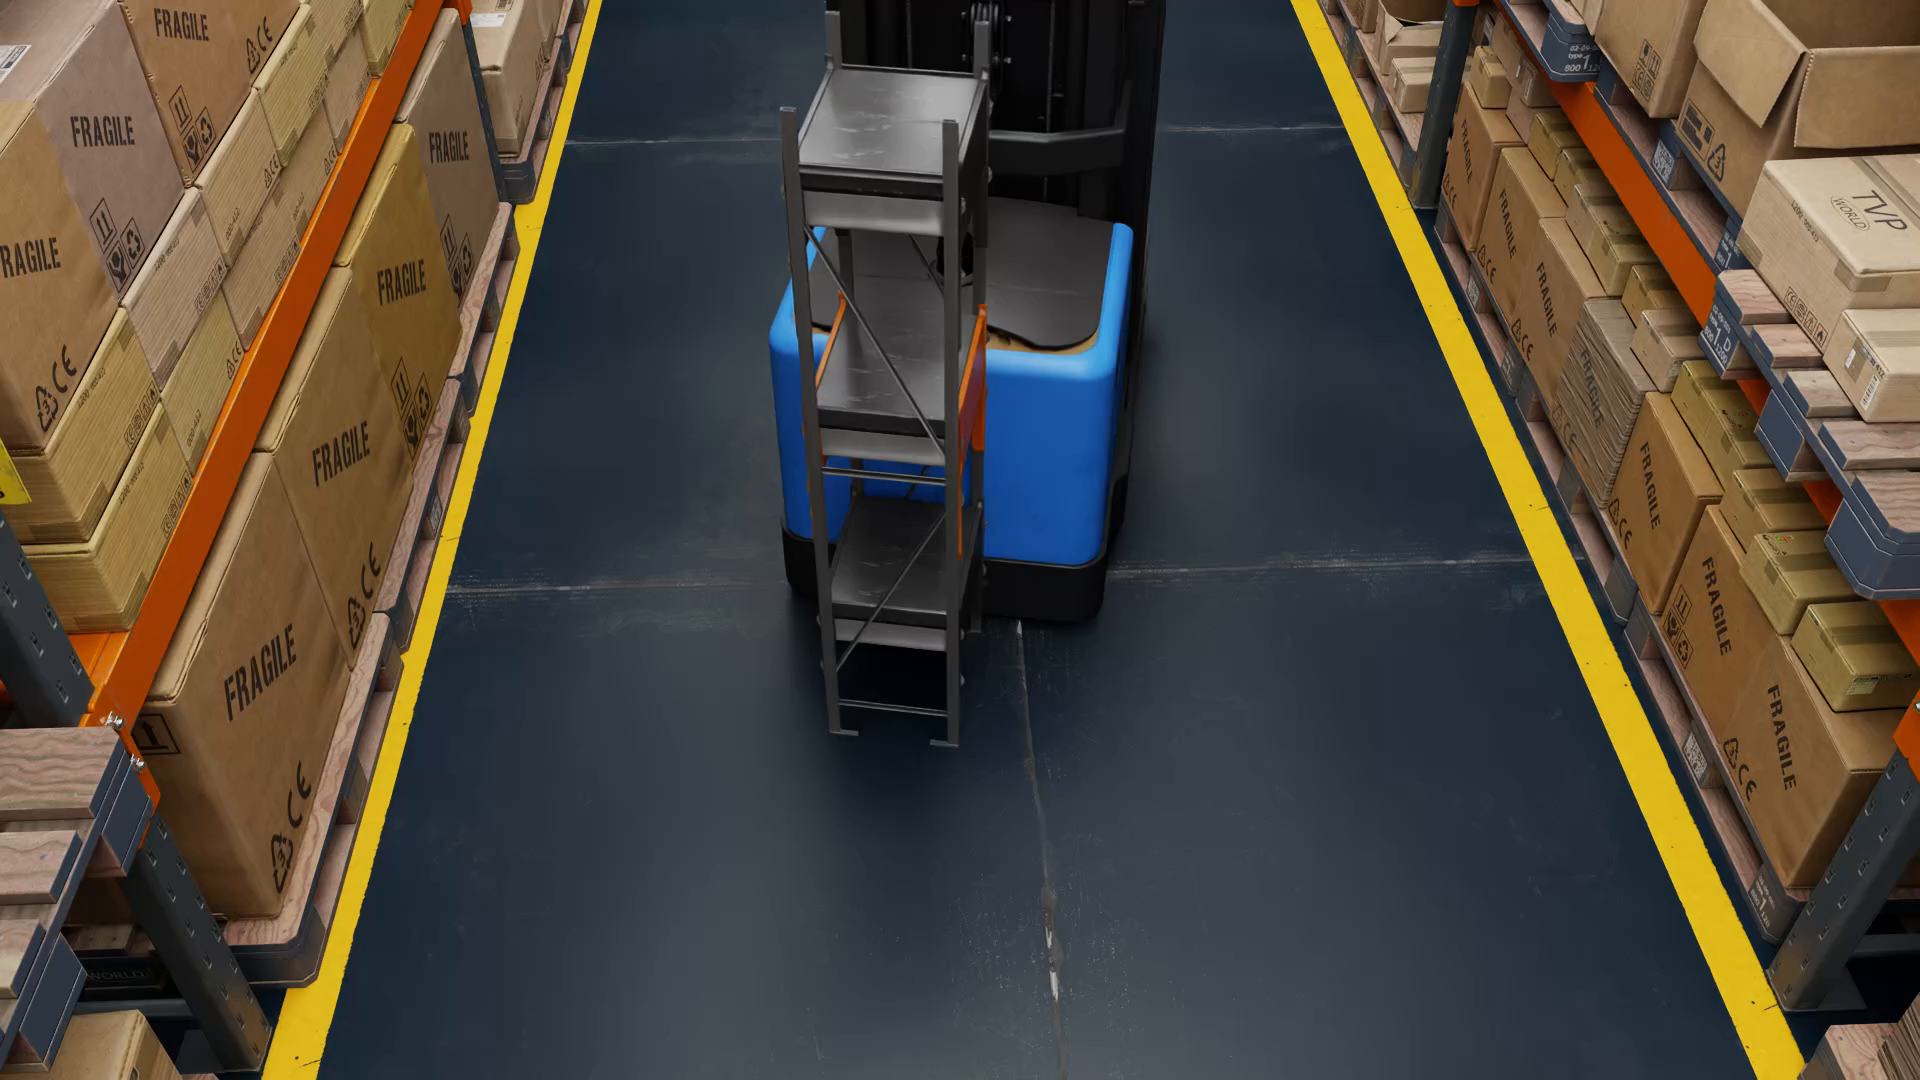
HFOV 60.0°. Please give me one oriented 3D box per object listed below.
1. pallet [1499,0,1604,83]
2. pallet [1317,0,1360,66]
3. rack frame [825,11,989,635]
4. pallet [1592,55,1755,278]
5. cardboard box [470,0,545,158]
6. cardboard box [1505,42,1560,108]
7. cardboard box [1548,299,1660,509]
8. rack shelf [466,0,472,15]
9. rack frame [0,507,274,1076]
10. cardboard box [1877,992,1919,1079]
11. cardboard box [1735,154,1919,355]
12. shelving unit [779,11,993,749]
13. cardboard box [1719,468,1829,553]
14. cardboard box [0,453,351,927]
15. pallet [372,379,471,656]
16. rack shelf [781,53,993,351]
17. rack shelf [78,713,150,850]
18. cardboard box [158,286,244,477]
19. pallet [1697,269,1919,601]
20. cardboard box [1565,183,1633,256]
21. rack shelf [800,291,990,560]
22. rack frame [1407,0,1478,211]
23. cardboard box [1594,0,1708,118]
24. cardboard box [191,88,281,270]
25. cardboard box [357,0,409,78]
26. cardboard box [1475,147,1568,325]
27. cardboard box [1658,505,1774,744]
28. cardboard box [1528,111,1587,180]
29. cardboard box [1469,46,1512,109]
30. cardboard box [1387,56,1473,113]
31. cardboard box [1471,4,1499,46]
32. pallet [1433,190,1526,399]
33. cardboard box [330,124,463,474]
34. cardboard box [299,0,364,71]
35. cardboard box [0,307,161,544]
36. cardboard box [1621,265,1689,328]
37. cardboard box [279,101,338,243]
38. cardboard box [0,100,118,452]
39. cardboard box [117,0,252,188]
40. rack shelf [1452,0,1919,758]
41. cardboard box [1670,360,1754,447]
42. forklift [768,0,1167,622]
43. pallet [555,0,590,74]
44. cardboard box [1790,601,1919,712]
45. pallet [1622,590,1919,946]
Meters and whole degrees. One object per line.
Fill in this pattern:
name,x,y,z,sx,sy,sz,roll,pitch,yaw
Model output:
pallet,2.422,-1.999,5.853,1.003,0.211,1.213,-2,43,-2
pallet,2.414,-2.873,8.729,1.003,0.211,1.213,-2,43,-2
rack frame,-0.129,-0.490,4.730,0.400,2.100,0.015,6,43,6
pallet,2.580,-1.154,4.931,1.003,0.211,1.213,-2,43,-2
cardboard box,-2.381,-2.104,7.411,0.875,0.438,0.875,-2,43,-2
cardboard box,2.305,-1.770,6.300,0.380,0.149,0.250,-4,43,-4
cardboard box,2.358,-0.466,5.577,0.500,0.500,0.500,-3,43,-3
rack shelf,-2.547,-3.552,7.938,1.077,0.370,4.000,-2,43,-2
rack frame,-2.292,0.233,3.276,1.000,3.000,0.127,-2,43,-2
cardboard box,2.680,1.230,3.634,0.875,0.625,0.625,0,43,0
cardboard box,2.299,-0.714,4.109,0.500,0.250,0.500,-3,43,-4
shelving unit,-0.165,-0.327,4.553,0.431,2.100,0.503,6,43,6
cardboard box,2.383,-0.073,4.669,0.380,0.149,0.250,-3,43,-3
cardboard box,-2.238,0.393,4.363,0.875,0.875,0.875,-2,43,-2
pallet,-2.299,-0.095,5.697,1.003,0.211,1.213,-2,43,-2
rack shelf,-0.165,-0.833,4.089,0.431,0.518,0.480,6,43,6
rack shelf,-2.207,1.849,2.046,1.077,0.370,4.000,-2,43,-2
cardboard box,-2.101,-0.395,4.072,0.500,0.250,0.500,-3,43,-3
pallet,2.568,-0.297,3.996,1.213,0.211,1.003,-2,43,-2
cardboard box,2.356,-1.123,5.814,0.380,0.149,0.250,-2,43,-2
rack shelf,-0.165,-0.317,4.562,0.431,0.518,0.480,6,43,6
rack frame,2.497,-2.612,6.380,1.000,3.000,0.127,-2,43,-2
cardboard box,2.349,-1.591,4.881,0.700,0.500,0.500,-2,43,-2
cardboard box,-2.097,-0.931,4.286,0.500,0.250,0.500,-2,43,-2
cardboard box,-2.171,-1.772,5.575,0.500,0.250,0.500,-2,43,-2
cardboard box,2.325,-1.153,6.327,0.500,0.500,0.500,-2,43,-2
cardboard box,2.423,0.238,4.810,0.500,0.500,0.500,-2,43,-2
cardboard box,2.358,-1.477,6.201,0.380,0.149,0.250,-4,43,-4
cardboard box,2.246,-1.835,6.591,0.380,0.149,0.250,0,43,0
cardboard box,2.180,-2.084,7.602,0.380,0.149,0.250,-3,43,-3
cardboard box,2.687,-2.461,8.015,0.380,0.149,0.250,-2,43,-2
pallet,2.569,-1.036,6.724,1.003,0.211,1.213,-2,43,-2
cardboard box,-2.310,-0.813,5.678,0.875,0.875,0.875,-1,43,-1
cardboard box,-2.144,-1.619,5.037,0.500,0.250,0.500,-1,43,-1
cardboard box,-2.067,-0.245,3.538,0.500,0.250,0.500,-2,43,-2
cardboard box,2.405,-0.774,5.433,0.380,0.149,0.250,-1,43,-2
cardboard box,-2.142,-1.083,4.822,0.500,0.250,0.500,-2,43,-2
cardboard box,-2.069,-0.512,3.275,0.500,0.500,0.500,-3,43,-3
cardboard box,-2.106,-1.196,4.021,0.500,0.500,0.500,-1,43,-1
rack shelf,2.582,-0.997,5.150,1.077,0.370,4.000,-2,43,-2
cardboard box,2.406,-0.421,5.048,0.380,0.149,0.250,-2,43,-2
forklift,0.152,-1.817,5.563,1.130,2.935,3.031,6,43,6
pallet,-2.471,-2.780,8.627,1.003,0.211,1.213,-2,43,-2
cardboard box,2.393,0.290,4.273,0.380,0.149,0.250,-4,43,-4
pallet,2.673,0.611,4.927,1.003,0.211,1.213,-2,43,-2
